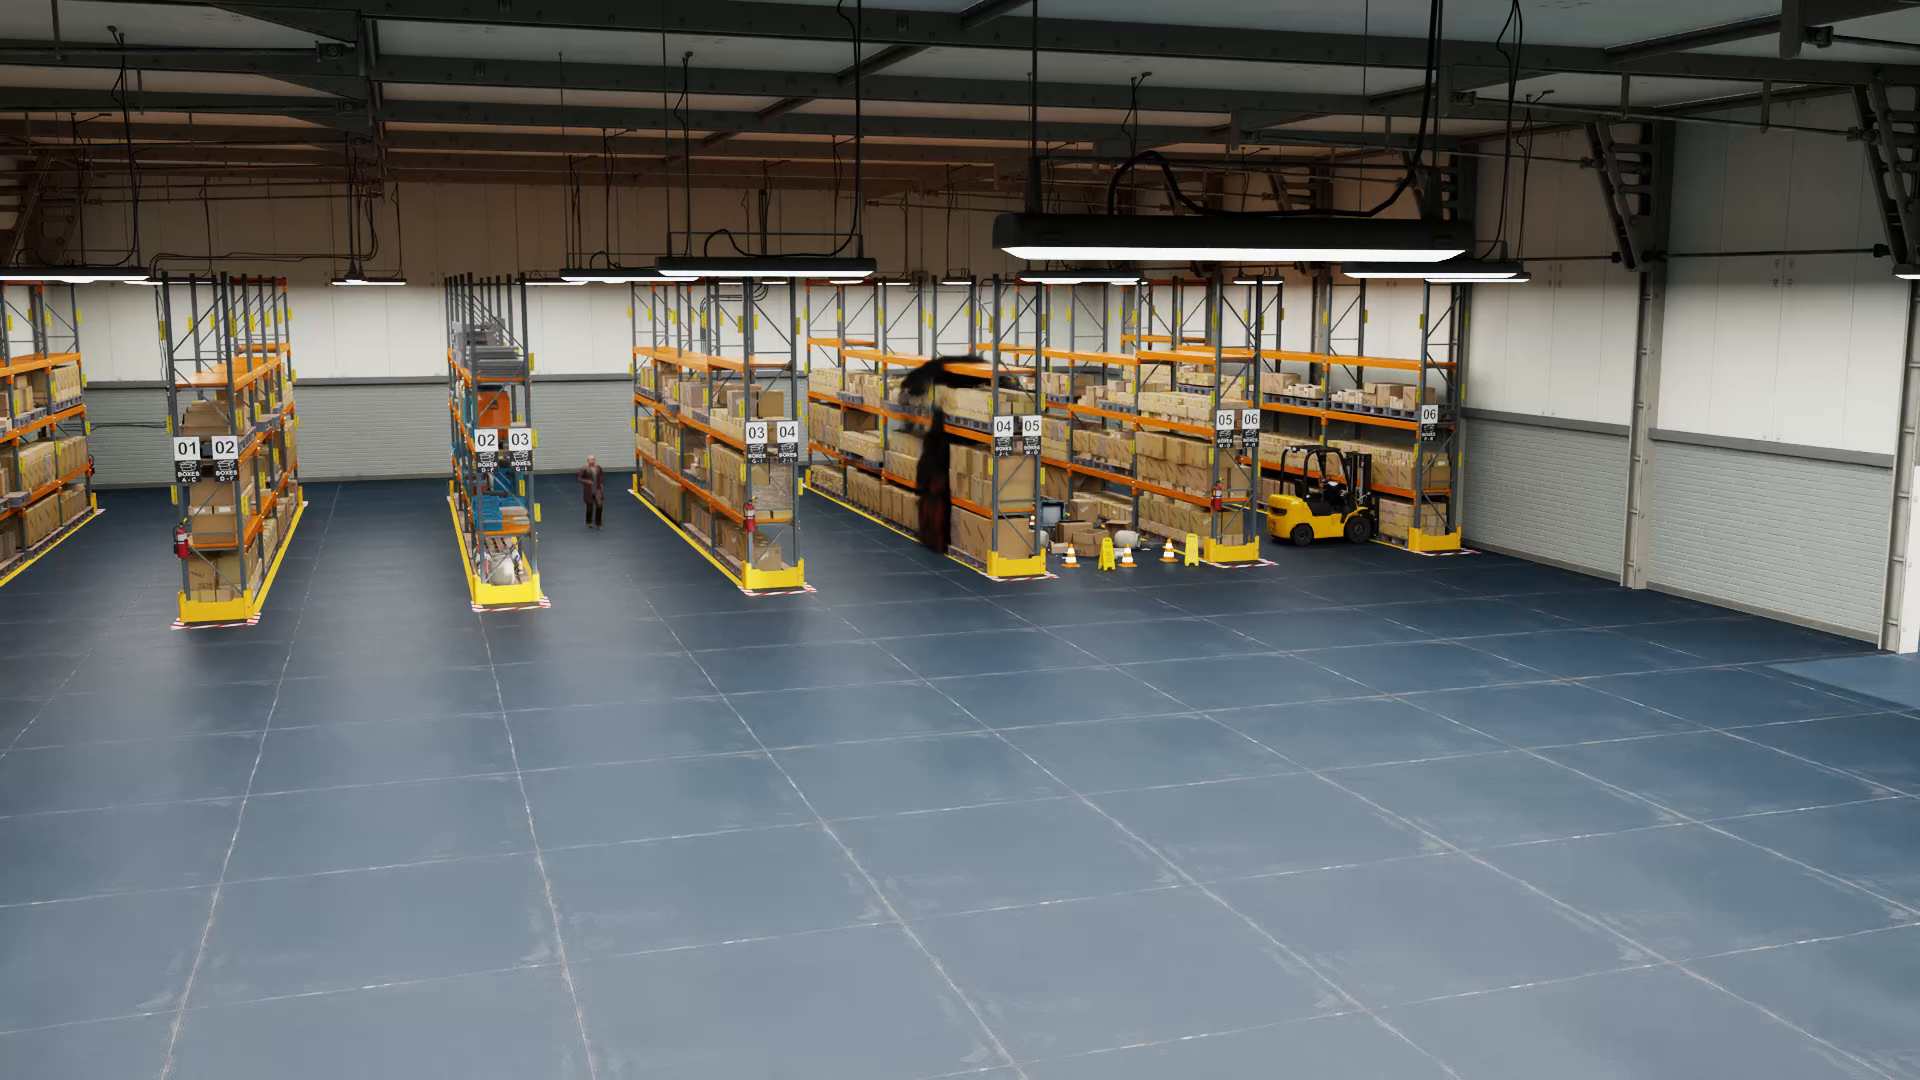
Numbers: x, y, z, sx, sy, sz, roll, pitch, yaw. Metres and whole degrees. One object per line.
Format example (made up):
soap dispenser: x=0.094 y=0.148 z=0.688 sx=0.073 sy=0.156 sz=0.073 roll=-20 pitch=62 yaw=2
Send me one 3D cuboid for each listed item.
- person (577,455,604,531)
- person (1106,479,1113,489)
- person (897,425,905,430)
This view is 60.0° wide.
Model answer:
person: x=-8.766 y=-1.109 z=39.605 sx=0.689 sy=1.827 sz=0.832 roll=-4 pitch=10 yaw=-27
person: x=4.152 y=-2.186 z=47.003 sx=0.688 sy=1.717 sz=0.825 roll=-4 pitch=9 yaw=-24
person: x=-1.719 y=-2.391 z=48.043 sx=0.675 sy=1.838 sz=0.918 roll=-2 pitch=9 yaw=-13
